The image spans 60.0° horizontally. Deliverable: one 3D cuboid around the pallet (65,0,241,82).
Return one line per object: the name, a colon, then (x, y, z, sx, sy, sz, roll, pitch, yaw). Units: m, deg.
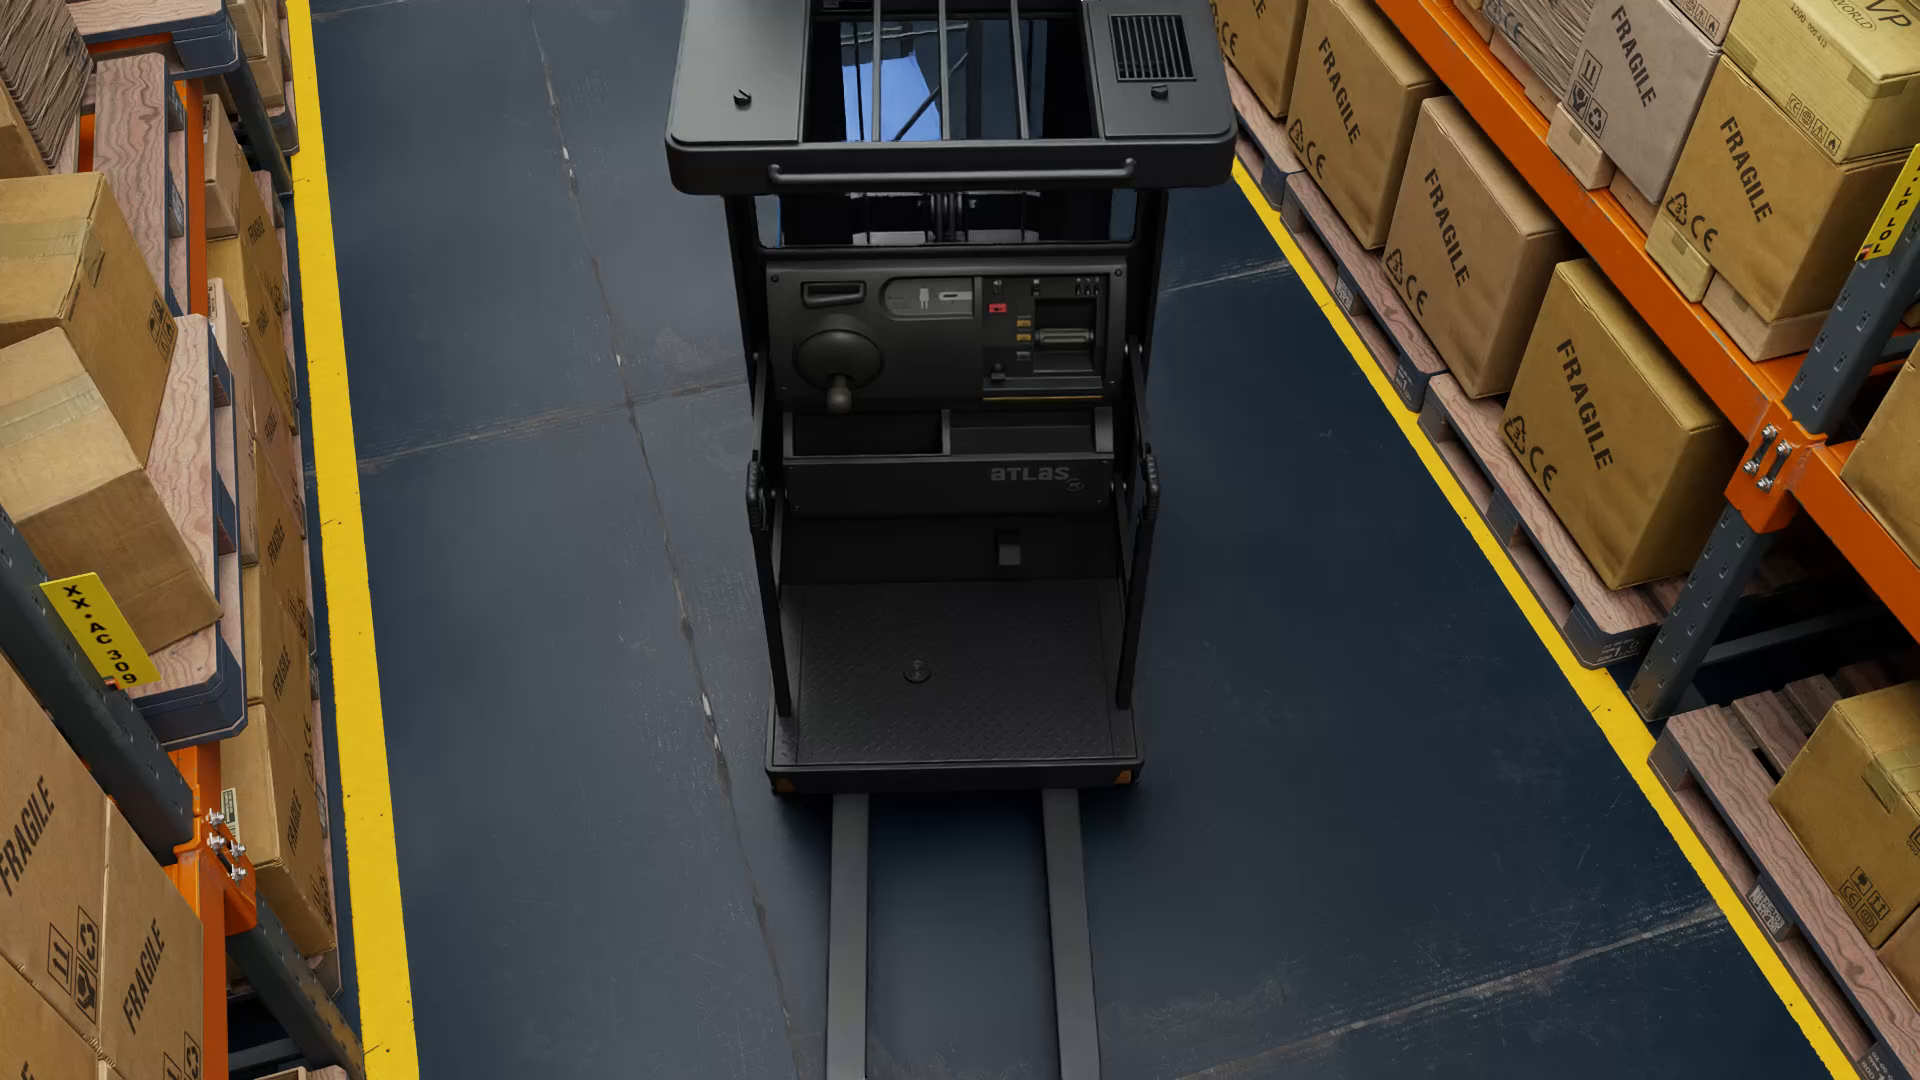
pallet: (-3.019, -1.799, 5.430, 1.213, 0.211, 1.003, -13, 51, -11)

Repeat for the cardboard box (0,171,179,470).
cardboard box: (-2.294, -0.470, 3.844, 0.700, 0.500, 0.500, -6, 50, -5)

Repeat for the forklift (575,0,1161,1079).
forklift: (-0.141, -0.436, 4.200, 1.130, 2.935, 3.031, 7, 50, 6)

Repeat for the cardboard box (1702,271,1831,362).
cardboard box: (2.257, -0.649, 4.487, 0.380, 0.149, 0.250, -13, 51, -11)

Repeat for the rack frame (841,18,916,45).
rack frame: (-0.415, -1.984, 6.442, 0.500, 1.500, 0.032, -15, 52, -12)

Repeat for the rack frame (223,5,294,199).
rack frame: (-3.286, -2.340, 5.760, 1.000, 3.000, 0.127, -13, 51, -11)

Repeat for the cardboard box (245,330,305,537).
cardboard box: (-2.472, -0.286, 5.376, 0.500, 0.500, 0.500, -15, 52, -12)

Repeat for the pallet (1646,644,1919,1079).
pallet: (2.778, 0.931, 4.827, 1.003, 0.211, 1.213, -13, 51, -11)

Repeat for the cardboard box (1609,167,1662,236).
cardboard box: (2.126, -1.028, 4.806, 0.380, 0.149, 0.250, -12, 51, -10)

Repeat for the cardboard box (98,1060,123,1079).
cardboard box: (-1.557, 1.233, 2.683, 0.500, 0.500, 0.500, -12, 51, -10)

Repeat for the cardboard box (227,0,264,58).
cardboard box: (-3.161, -2.218, 6.815, 0.500, 0.311, 0.500, -12, 51, -10)

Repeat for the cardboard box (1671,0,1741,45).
cardboard box: (2.103, -1.576, 4.353, 0.500, 0.250, 0.500, -12, 51, -10)

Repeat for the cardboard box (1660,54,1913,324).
cardboard box: (2.250, -0.956, 4.321, 0.500, 0.500, 0.500, -14, 51, -12)

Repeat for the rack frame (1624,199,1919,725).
rack frame: (2.628, -0.541, 4.244, 1.000, 3.000, 0.127, -13, 51, -11)

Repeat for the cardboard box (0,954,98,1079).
cardboard box: (-1.553, 0.912, 2.300, 0.500, 0.500, 0.500, -14, 51, -12)

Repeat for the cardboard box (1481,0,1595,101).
cardboard box: (1.949, -1.695, 4.944, 0.500, 0.500, 0.500, -13, 51, -11)

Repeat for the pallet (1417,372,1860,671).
pallet: (2.327, -0.189, 5.771, 1.003, 0.211, 1.213, -13, 51, -11)

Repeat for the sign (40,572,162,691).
sign: (-1.587, 0.175, 3.075, 0.100, 0.325, 0.005, -13, 51, -11)

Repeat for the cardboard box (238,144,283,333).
cardboard box: (-2.786, -1.046, 6.017, 0.500, 0.500, 0.500, -12, 51, -10)

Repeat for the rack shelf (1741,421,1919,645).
rack shelf: (3.219, 1.152, 3.288, 1.077, 0.370, 4.000, -13, 51, -11)

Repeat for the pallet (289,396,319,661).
pallet: (-2.745, 0.002, 5.610, 1.003, 0.211, 1.213, -13, 51, -11)

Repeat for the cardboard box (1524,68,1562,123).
cardboard box: (1.983, -1.401, 5.120, 0.380, 0.149, 0.250, -13, 51, -11)

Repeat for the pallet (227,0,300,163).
pallet: (-3.493, -2.051, 7.341, 1.003, 0.211, 1.213, -13, 51, -11)

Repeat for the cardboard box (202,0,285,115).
cardboard box: (-3.161, -2.038, 7.030, 0.500, 0.250, 0.500, -13, 51, -11)

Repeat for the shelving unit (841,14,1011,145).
shelving unit: (-0.245, -1.618, 6.133, 0.538, 1.500, 1.048, -15, 52, -12)

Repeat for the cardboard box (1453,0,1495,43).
cardboard box: (1.856, -1.784, 5.443, 0.380, 0.149, 0.250, -12, 51, -10)

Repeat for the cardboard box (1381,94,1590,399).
cardboard box: (2.045, -1.077, 5.828, 0.750, 0.750, 0.750, -12, 51, -10)

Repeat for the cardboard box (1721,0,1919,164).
cardboard box: (2.245, -1.200, 4.037, 0.500, 0.250, 0.500, -12, 51, -10)

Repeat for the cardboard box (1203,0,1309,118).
cardboard box: (1.537, -2.338, 6.891, 0.750, 0.750, 0.750, -14, 51, -11)

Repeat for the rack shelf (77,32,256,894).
rack shelf: (-2.695, -0.647, 4.804, 1.077, 0.370, 4.000, -13, 51, -11)

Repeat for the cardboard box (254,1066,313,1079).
cardboard box: (-1.664, 1.598, 3.788, 0.500, 0.500, 0.500, -13, 51, -11)

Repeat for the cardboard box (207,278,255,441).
cardboard box: (-2.458, -0.501, 5.067, 0.500, 0.250, 0.500, -14, 51, -12)

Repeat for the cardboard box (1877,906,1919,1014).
cardboard box: (2.896, 1.066, 4.249, 0.700, 0.500, 0.500, -14, 51, -11)

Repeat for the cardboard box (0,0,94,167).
cardboard box: (-2.904, -1.362, 4.596, 0.700, 0.500, 0.500, -5, 50, -4)

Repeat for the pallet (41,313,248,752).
pallet: (-2.236, 0.035, 3.884, 1.003, 0.211, 1.213, -13, 51, -11)

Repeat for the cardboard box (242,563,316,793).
cardboard box: (-2.182, 0.450, 4.756, 0.500, 0.500, 0.500, -13, 51, -10)

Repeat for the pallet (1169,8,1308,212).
pallet: (1.606, -1.971, 7.273, 1.003, 0.211, 1.213, -13, 51, -11)
